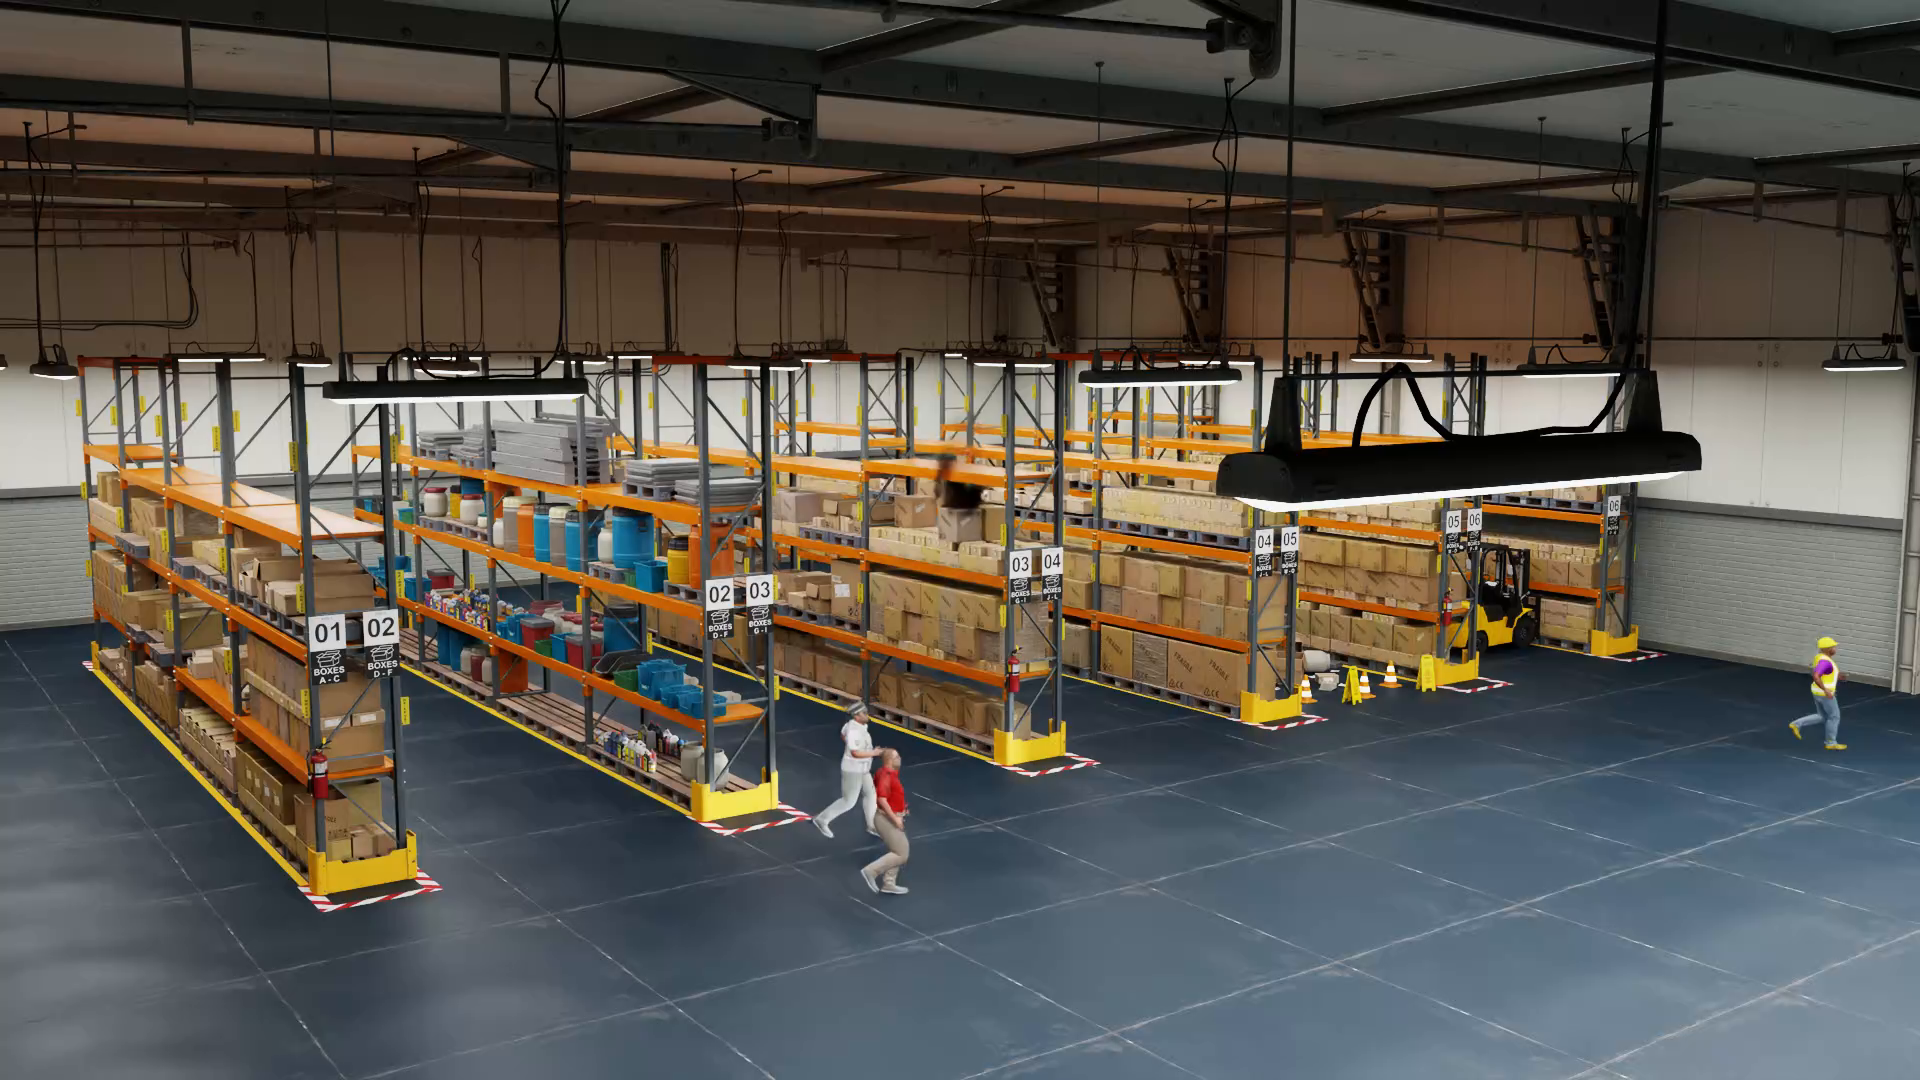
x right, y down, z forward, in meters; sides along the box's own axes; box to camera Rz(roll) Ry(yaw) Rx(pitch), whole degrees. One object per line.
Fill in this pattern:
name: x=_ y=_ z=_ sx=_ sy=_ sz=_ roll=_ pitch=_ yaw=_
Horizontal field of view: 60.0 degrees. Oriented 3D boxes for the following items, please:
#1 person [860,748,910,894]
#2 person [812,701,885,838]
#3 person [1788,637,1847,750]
person: x=-0.845 y=3.208 z=18.957 sx=0.579 sy=1.702 sz=0.683 roll=-1 pitch=7 yaw=-10
person: x=-1.360 y=2.911 z=21.001 sx=0.983 sy=1.812 sz=0.673 roll=0 pitch=7 yaw=2
person: x=13.270 y=2.359 z=25.636 sx=0.831 sy=1.742 sz=0.705 roll=2 pitch=7 yaw=16
